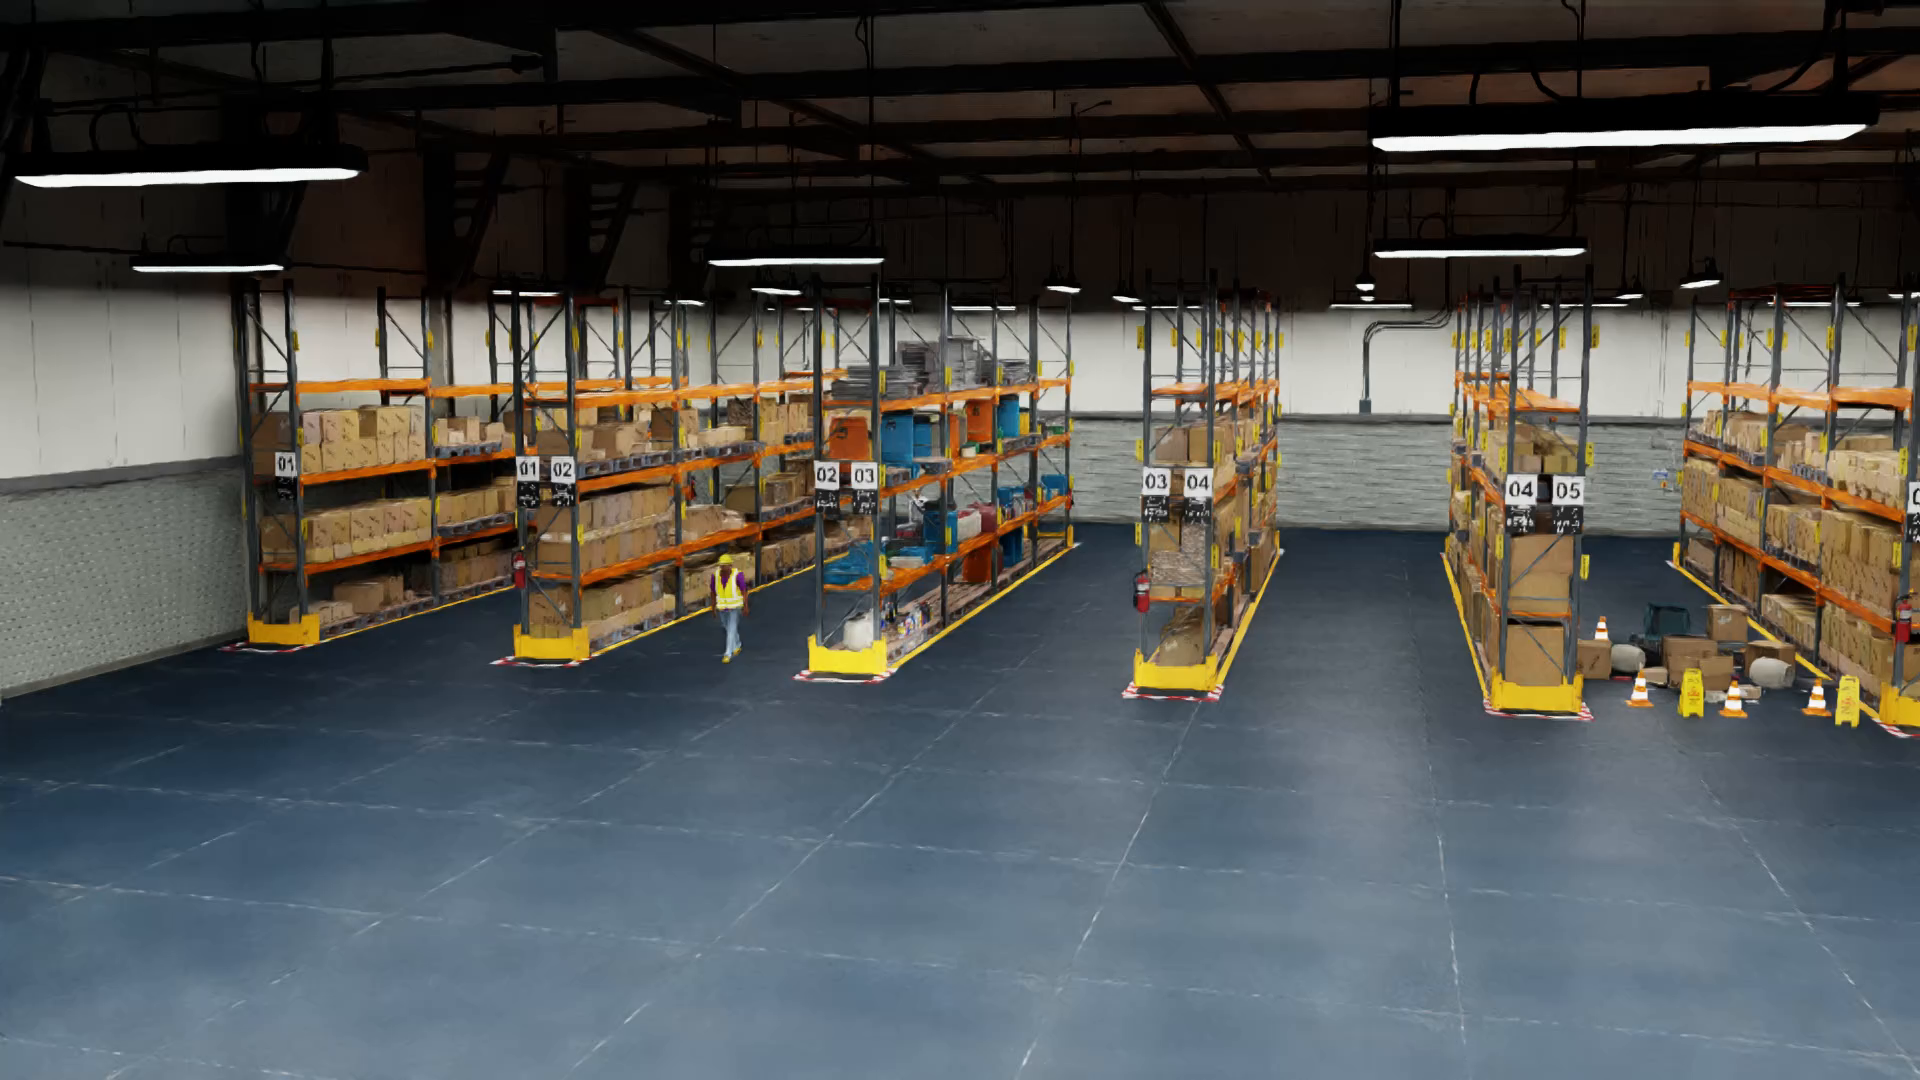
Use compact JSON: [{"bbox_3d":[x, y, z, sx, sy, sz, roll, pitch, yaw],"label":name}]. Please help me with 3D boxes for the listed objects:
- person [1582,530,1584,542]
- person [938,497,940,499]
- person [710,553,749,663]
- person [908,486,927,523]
[{"bbox_3d":[15.249,-0.794,41.364,0.589,1.707,0.560,-4,8,-28],"label":"person"},{"bbox_3d":[-0.391,-0.118,36.253,0.580,1.583,0.507,1,7,12],"label":"person"},{"bbox_3d":[-3.648,1.036,26.046,0.577,1.691,1.121,2,7,16],"label":"person"},{"bbox_3d":[-0.991,-0.505,39.223,0.495,1.589,1.086,2,7,16],"label":"person"}]
